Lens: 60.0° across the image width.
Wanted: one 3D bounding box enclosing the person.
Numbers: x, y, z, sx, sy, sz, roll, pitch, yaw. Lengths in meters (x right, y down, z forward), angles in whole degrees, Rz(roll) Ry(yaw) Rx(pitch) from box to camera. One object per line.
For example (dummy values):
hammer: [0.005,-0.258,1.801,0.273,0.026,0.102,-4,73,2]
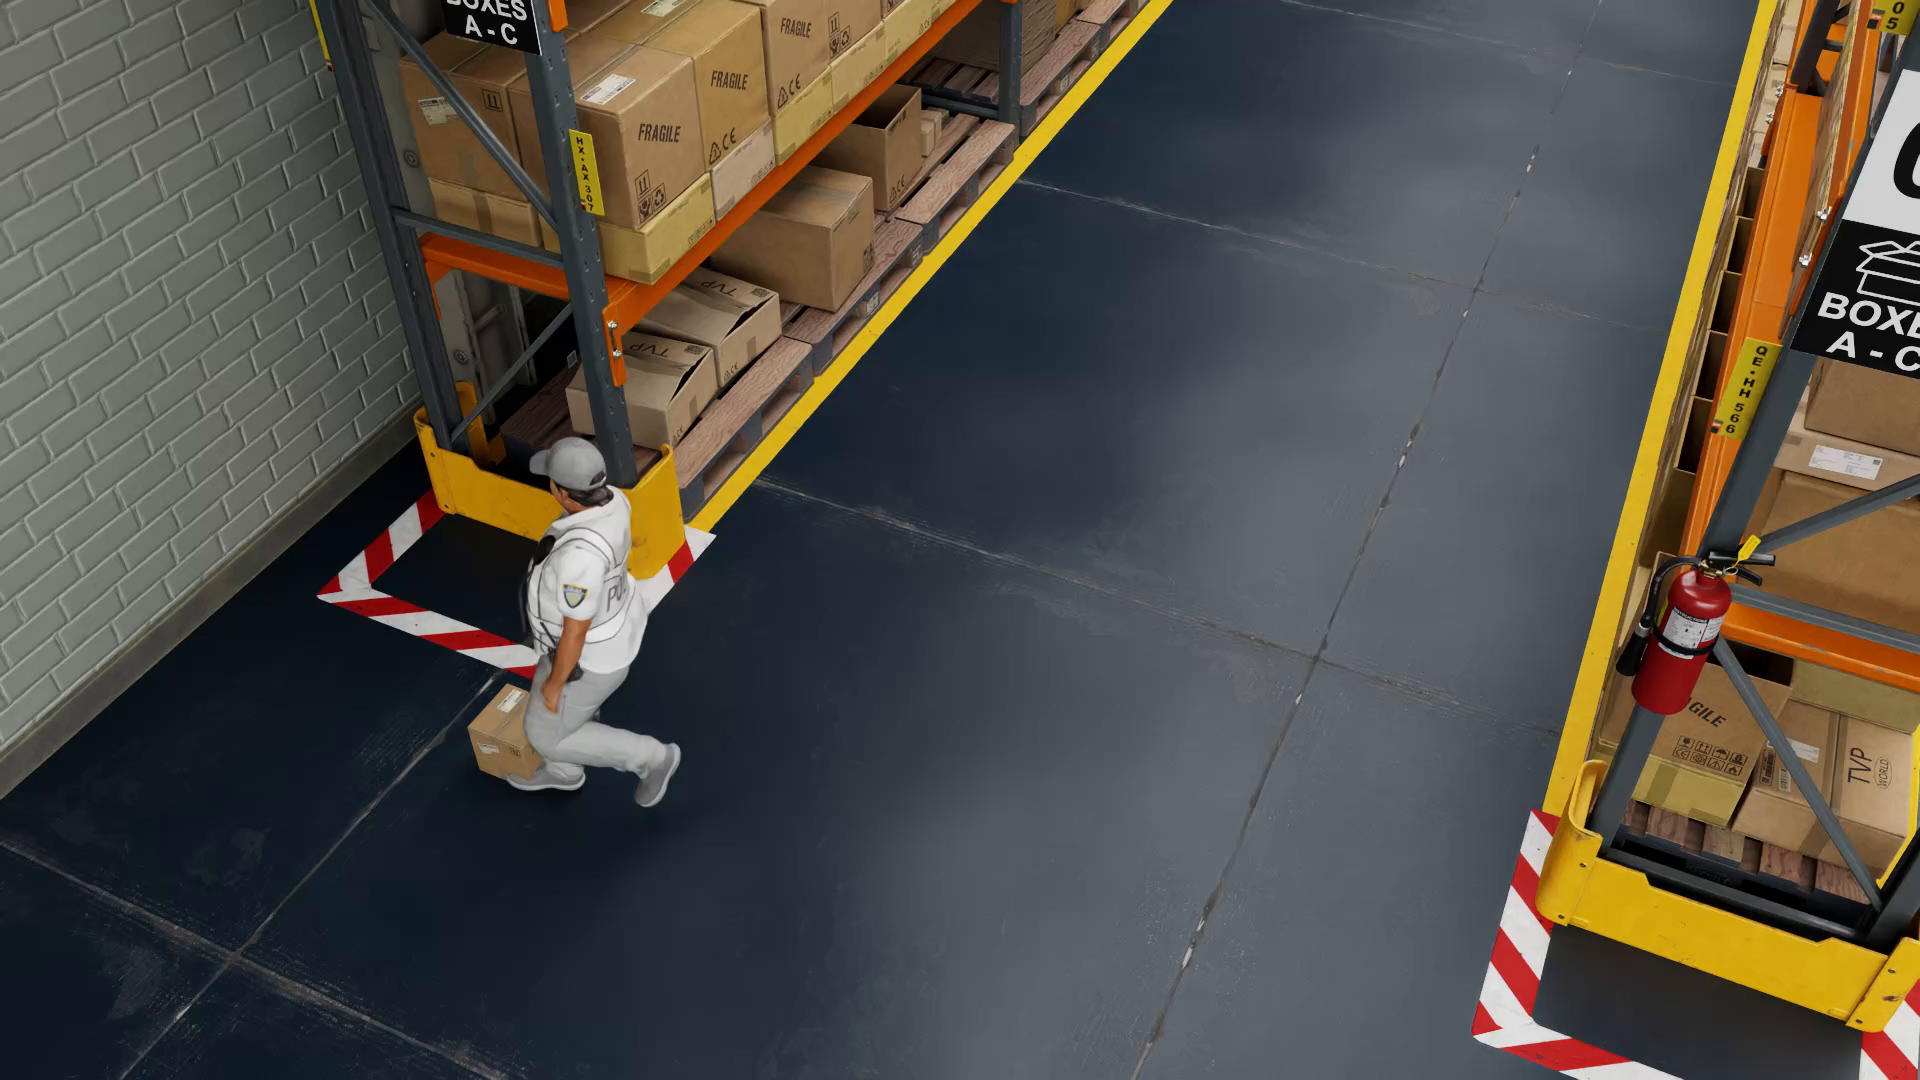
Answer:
person: [-1.378,0.340,5.786,0.706,1.638,0.551,3,42,3]
